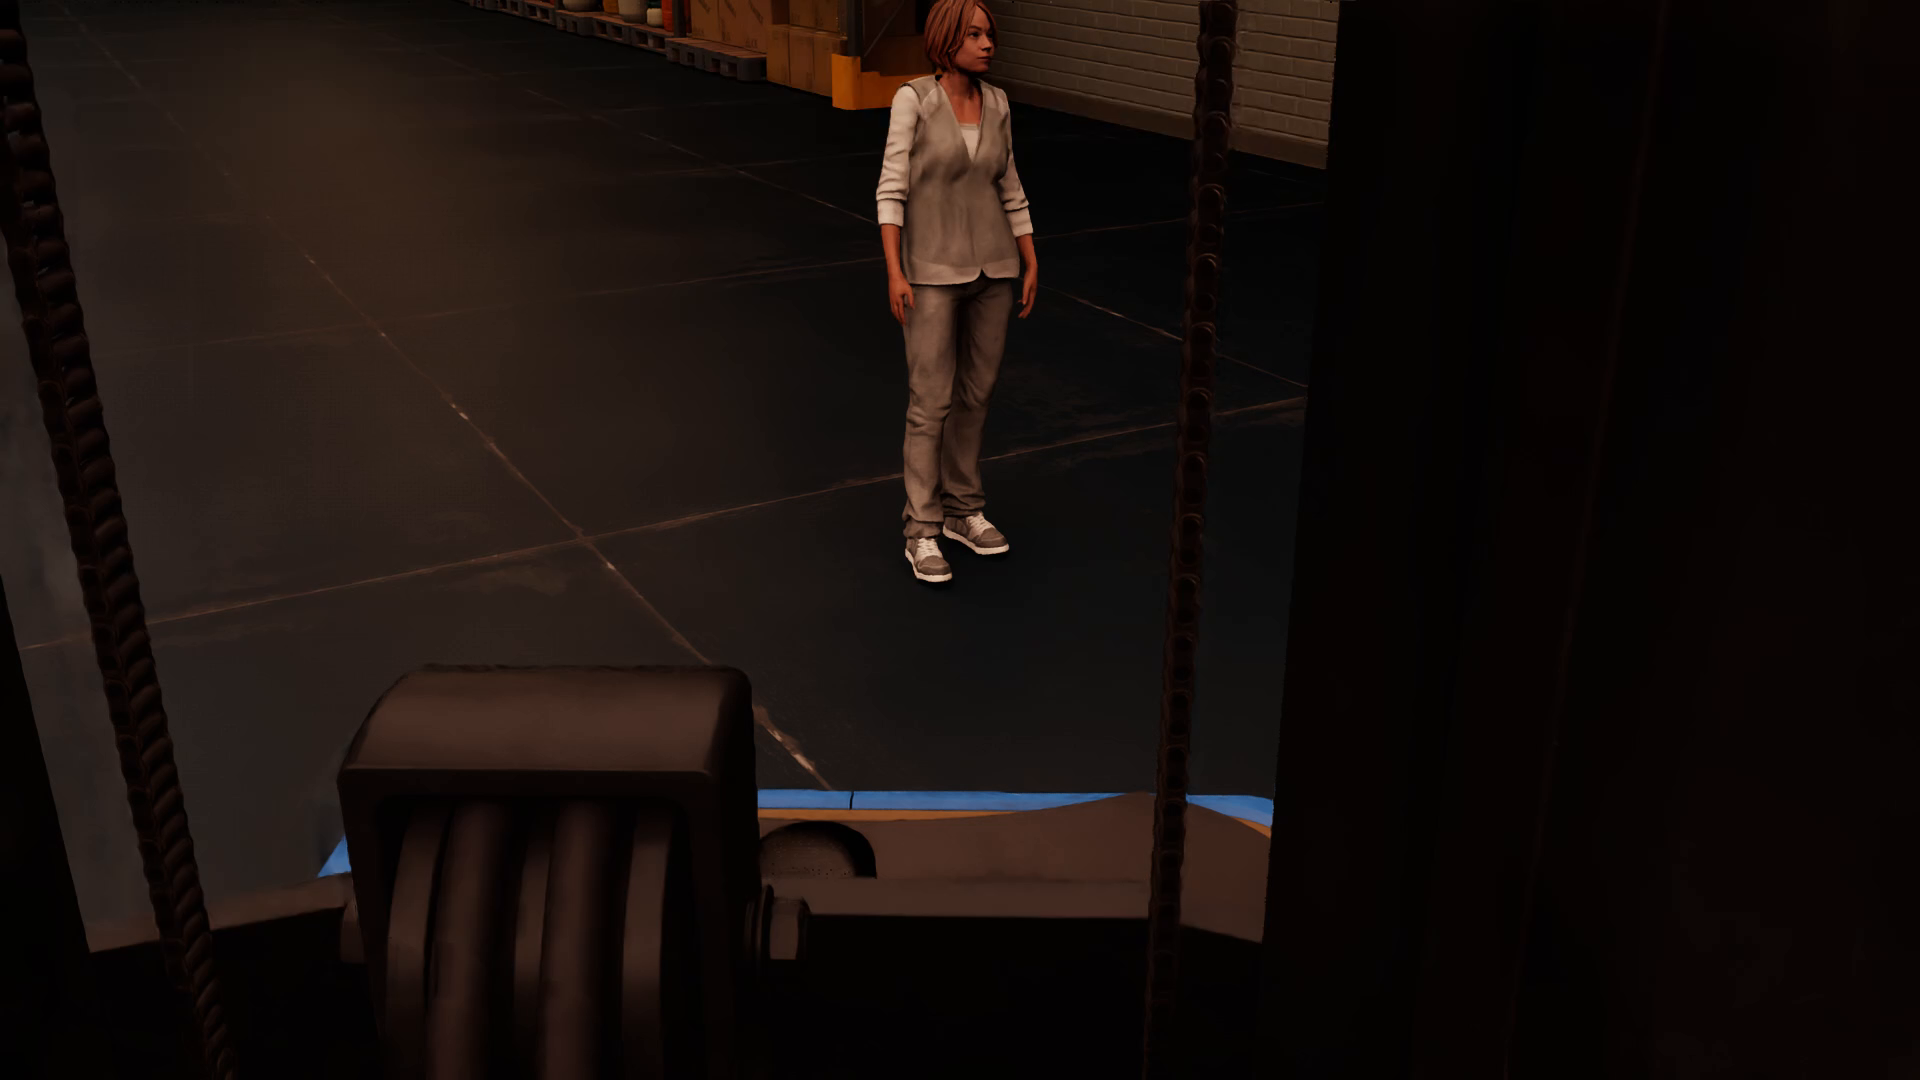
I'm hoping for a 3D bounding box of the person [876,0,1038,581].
[{"bbox_3d":[0.025,-0.715,4.763,0.520,1.592,0.473,-12,25,-28],"label":"person"}]
